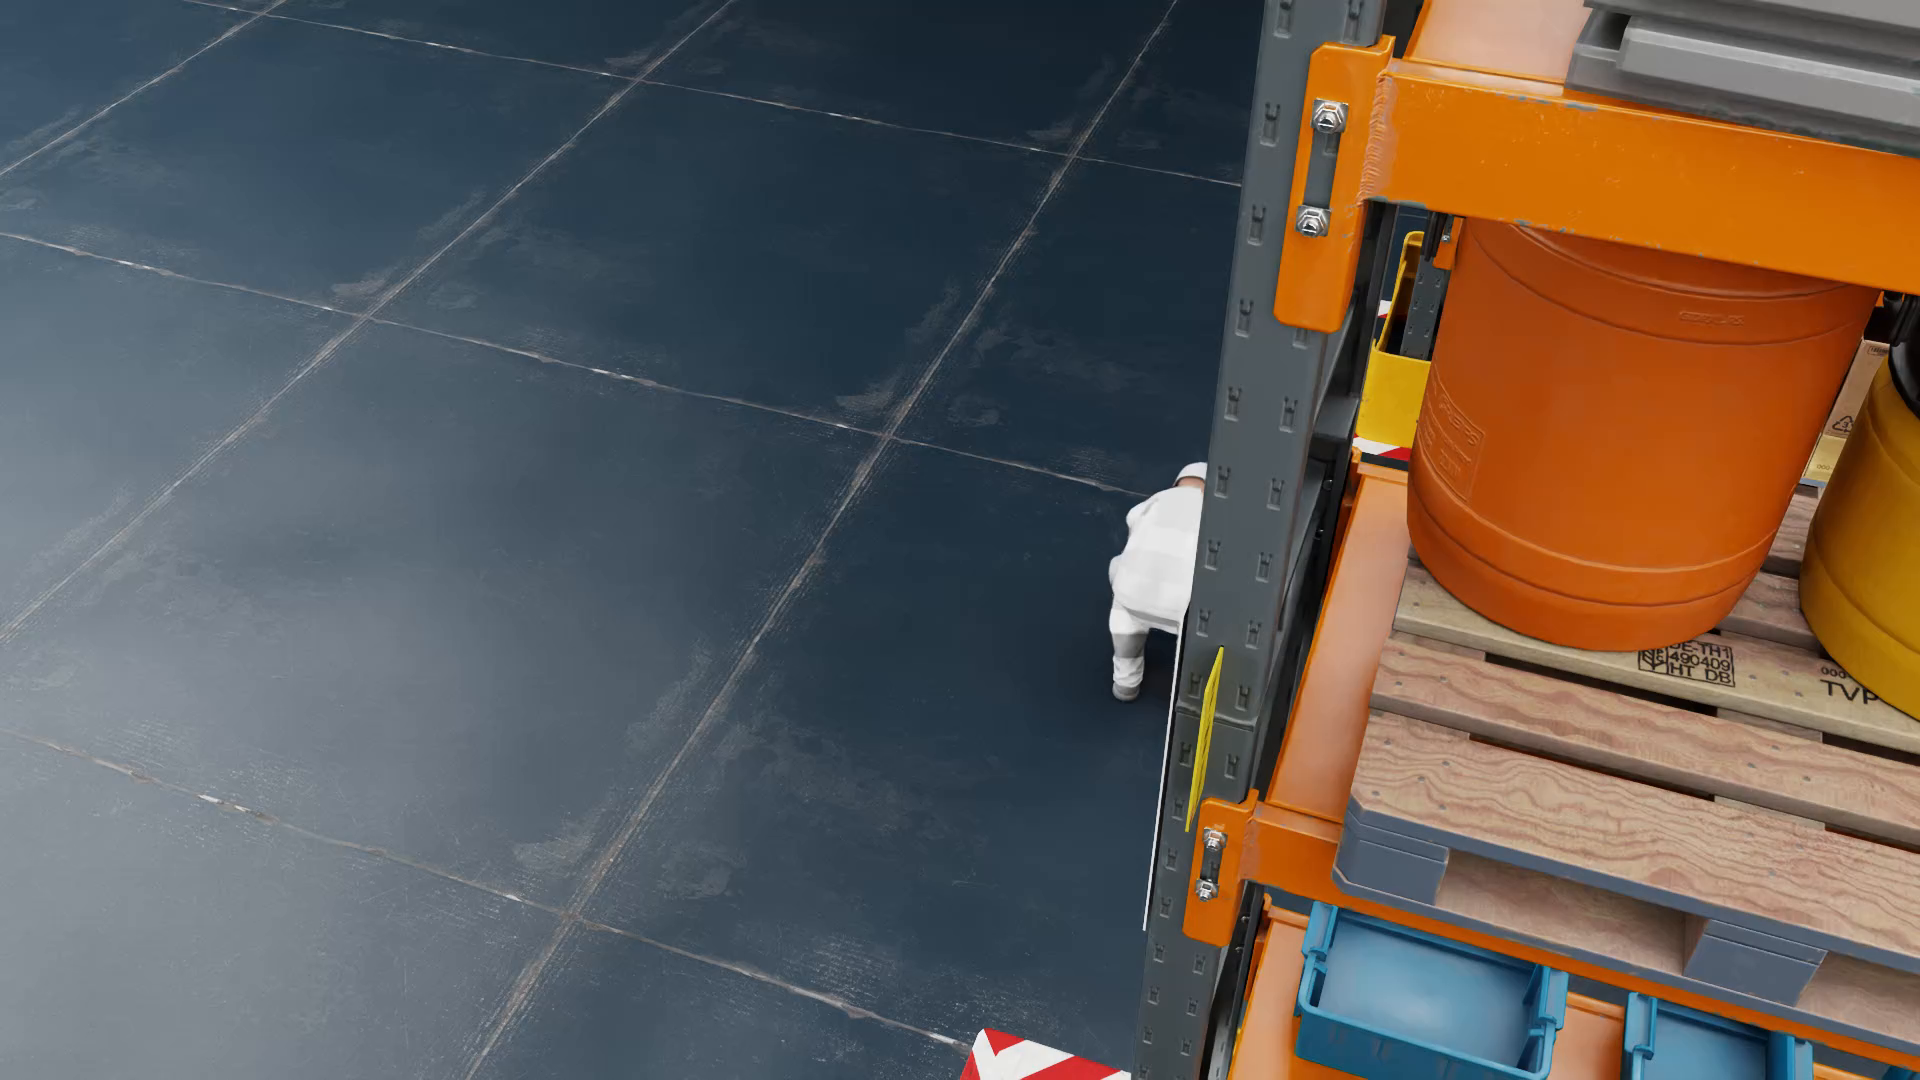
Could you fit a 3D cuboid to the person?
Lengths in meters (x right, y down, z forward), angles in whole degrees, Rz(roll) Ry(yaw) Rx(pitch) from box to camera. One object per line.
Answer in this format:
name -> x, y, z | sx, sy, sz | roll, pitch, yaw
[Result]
person -> 0.869, 0.172, 6.656 | 0.537, 0.893, 0.961 | 12, 43, 13
